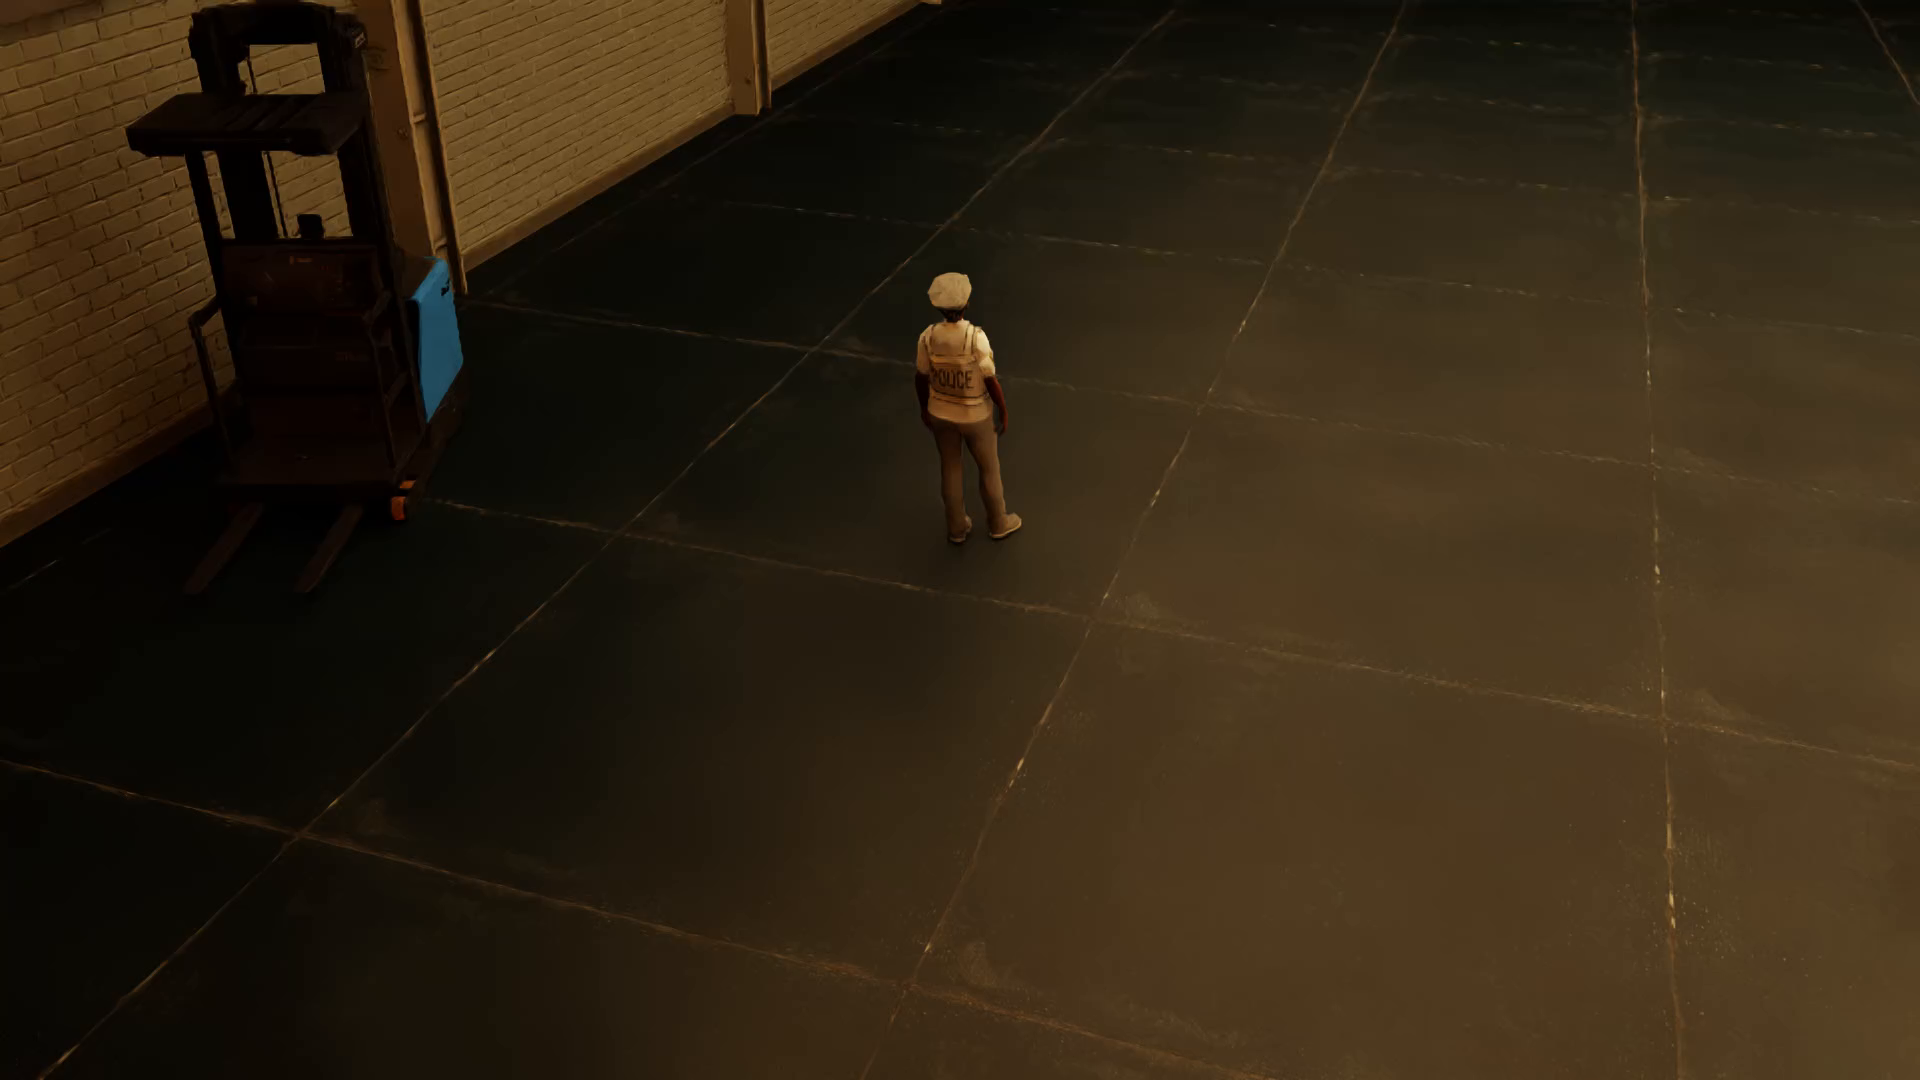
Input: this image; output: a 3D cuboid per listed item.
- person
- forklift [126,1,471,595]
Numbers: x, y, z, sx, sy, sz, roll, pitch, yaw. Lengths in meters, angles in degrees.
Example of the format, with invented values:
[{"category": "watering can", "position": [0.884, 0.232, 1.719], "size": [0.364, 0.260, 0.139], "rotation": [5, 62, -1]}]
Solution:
[{"category": "person", "position": [0.043, -0.775, 9.729], "size": [0.570, 1.695, 0.529], "rotation": [10, 31, 16]}, {"category": "forklift", "position": [-3.957, -1.536, 9.831], "size": [1.130, 2.935, 3.031], "rotation": [-1, 30, -1]}]
